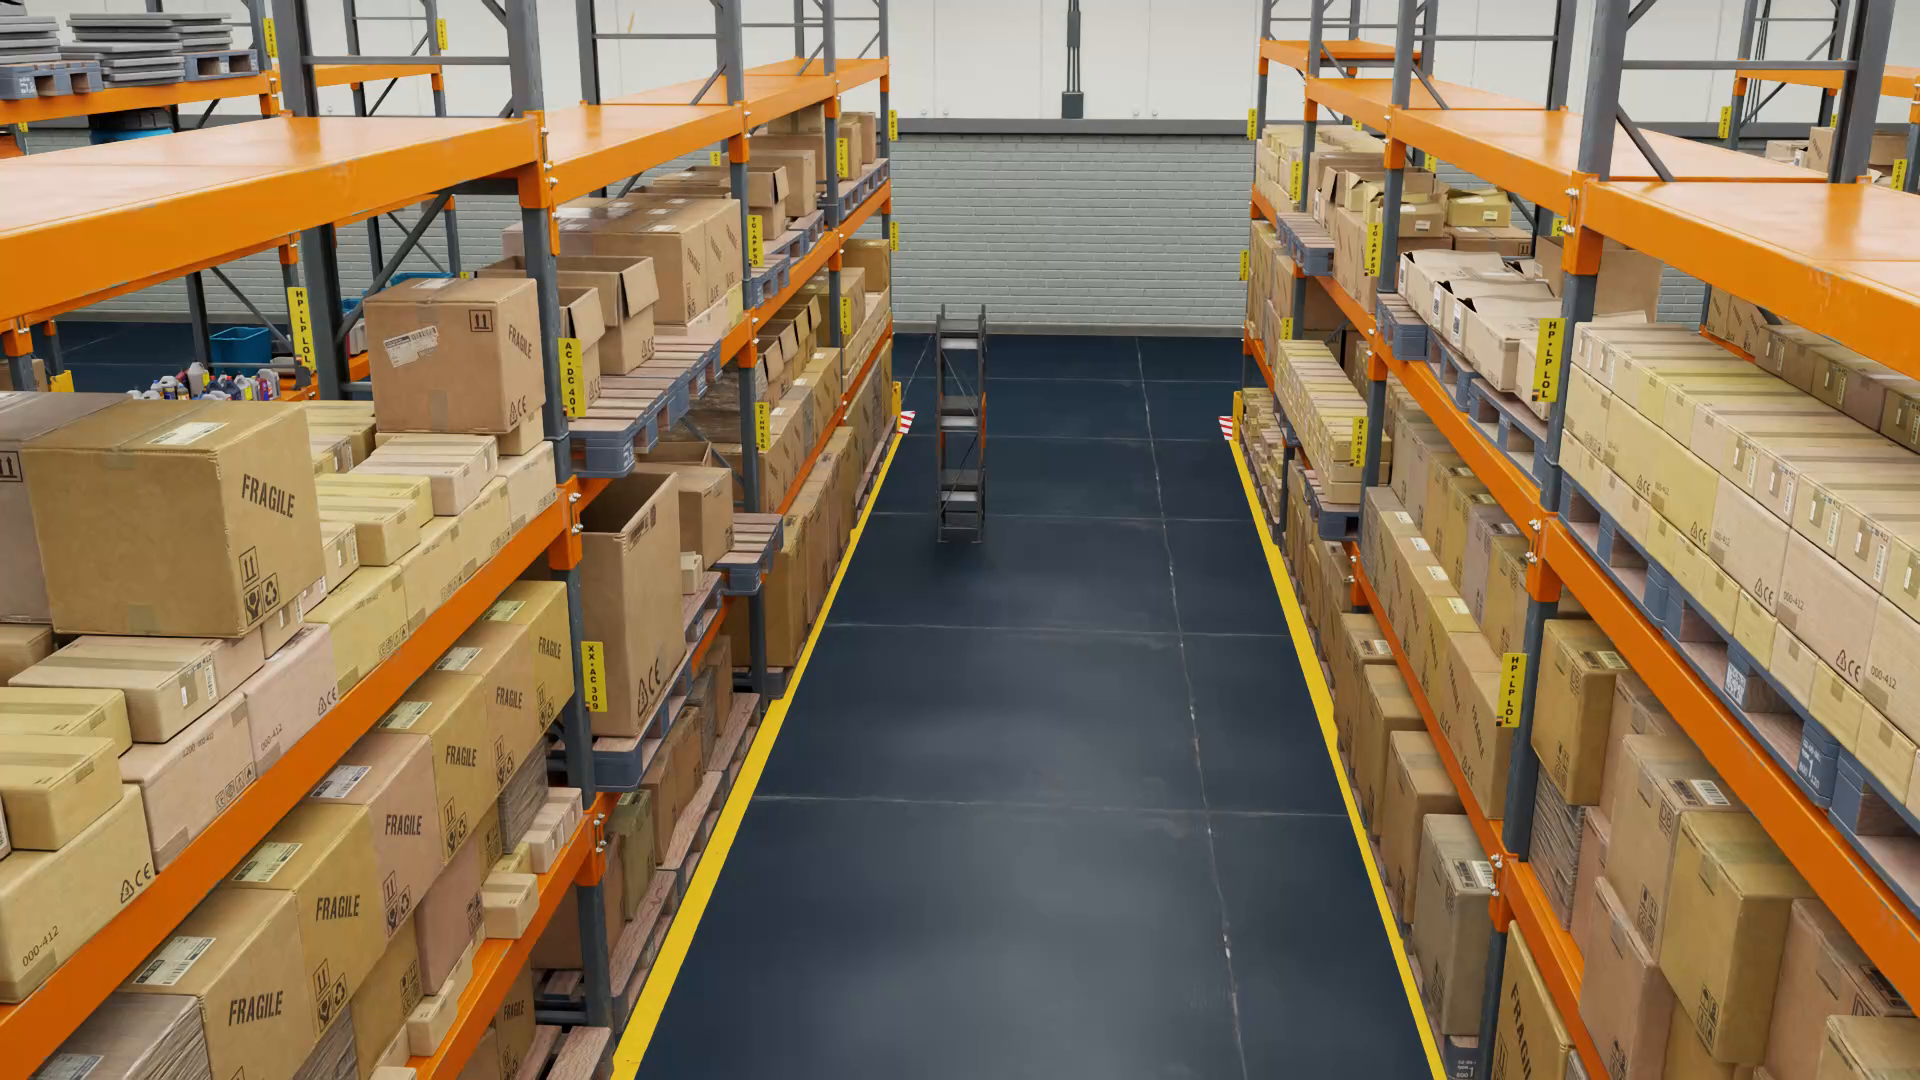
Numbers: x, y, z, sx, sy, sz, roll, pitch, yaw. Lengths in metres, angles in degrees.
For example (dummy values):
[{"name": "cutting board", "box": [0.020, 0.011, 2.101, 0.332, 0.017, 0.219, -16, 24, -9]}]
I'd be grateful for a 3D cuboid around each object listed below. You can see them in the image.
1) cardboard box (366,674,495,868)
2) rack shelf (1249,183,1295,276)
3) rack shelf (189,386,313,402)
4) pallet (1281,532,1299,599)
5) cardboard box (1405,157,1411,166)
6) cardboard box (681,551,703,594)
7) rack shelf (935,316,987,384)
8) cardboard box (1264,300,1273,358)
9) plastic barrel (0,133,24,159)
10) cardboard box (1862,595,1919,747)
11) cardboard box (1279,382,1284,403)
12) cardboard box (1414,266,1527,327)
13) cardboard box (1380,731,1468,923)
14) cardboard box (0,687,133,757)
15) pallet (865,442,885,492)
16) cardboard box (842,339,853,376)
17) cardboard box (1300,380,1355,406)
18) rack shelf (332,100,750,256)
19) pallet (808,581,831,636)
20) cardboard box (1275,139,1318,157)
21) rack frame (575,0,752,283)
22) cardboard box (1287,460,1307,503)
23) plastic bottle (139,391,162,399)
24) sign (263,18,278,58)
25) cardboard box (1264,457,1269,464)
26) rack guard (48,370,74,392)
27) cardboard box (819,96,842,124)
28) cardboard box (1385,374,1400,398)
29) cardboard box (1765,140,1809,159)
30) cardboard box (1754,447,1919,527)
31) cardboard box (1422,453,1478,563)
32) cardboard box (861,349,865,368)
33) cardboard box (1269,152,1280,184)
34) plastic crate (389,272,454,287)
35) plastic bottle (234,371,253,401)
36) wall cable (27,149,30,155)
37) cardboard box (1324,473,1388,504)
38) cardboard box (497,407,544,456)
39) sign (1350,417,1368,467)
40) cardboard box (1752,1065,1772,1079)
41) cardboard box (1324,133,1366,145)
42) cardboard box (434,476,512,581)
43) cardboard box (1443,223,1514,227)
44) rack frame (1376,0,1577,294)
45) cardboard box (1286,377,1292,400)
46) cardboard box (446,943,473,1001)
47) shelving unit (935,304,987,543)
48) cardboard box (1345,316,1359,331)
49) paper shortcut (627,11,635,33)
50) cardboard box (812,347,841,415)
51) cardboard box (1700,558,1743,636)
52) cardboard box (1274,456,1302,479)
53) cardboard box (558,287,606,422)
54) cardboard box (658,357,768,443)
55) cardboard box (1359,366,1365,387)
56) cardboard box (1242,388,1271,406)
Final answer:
[{"name": "cardboard box", "box": [-1.964, 0.789, 5.780, 0.500, 0.500, 0.500, 1, 18, 4]}, {"name": "rack shelf", "box": [3.522, -3.051, 16.081, 1.077, 0.370, 4.000, 1, 18, 4]}, {"name": "rack shelf", "box": [-6.645, -0.635, 13.527, 1.077, 0.370, 4.000, 1, 18, 4]}, {"name": "pallet", "box": [3.324, 0.221, 14.236, 1.003, 0.211, 1.213, 1, 18, 4]}, {"name": "cardboard box", "box": [3.641, -3.212, 14.216, 0.380, 0.149, 0.250, 1, 18, 3]}, {"name": "cardboard box", "box": [-1.698, 0.143, 9.539, 0.396, 0.266, 0.258, 1, 18, 2]}, {"name": "rack shelf", "box": [0.012, -1.701, 14.866, 0.431, 0.518, 0.480, 1, 18, 4]}, {"name": "cardboard box", "box": [3.207, -2.007, 15.919, 0.500, 0.500, 0.500, 1, 18, 4]}, {"name": "plastic barrel", "box": [-6.745, -2.361, 11.458, 0.600, 0.830, 0.708, 1, 18, 4]}, {"name": "cardboard box", "box": [2.311, 0.325, 3.552, 0.500, 0.250, 0.500, 1, 18, 4]}, {"name": "cardboard box", "box": [2.877, -1.228, 13.908, 0.380, 0.149, 0.250, 2, 18, 5]}, {"name": "cardboard box", "box": [2.785, -1.329, 9.078, 0.500, 0.250, 0.500, 2, 18, 5]}, {"name": "cardboard box", "box": [2.833, 1.514, 8.751, 1.050, 0.750, 0.750, 1, 18, 4]}, {"name": "cardboard box", "box": [-2.161, 0.456, 3.826, 0.380, 0.149, 0.250, 1, 18, 3]}, {"name": "pallet", "box": [-1.344, -0.777, 17.283, 1.003, 0.211, 1.213, 1, 18, 4]}, {"name": "cardboard box", "box": [-1.267, -1.698, 15.378, 0.500, 0.250, 0.500, 1, 18, 3]}, {"name": "cardboard box", "box": [2.784, -1.111, 12.598, 0.380, 0.149, 0.250, 2, 18, 6]}, {"name": "rack shelf", "box": [-1.992, -1.943, 8.527, 1.077, 0.370, 4.000, 1, 18, 4]}, {"name": "pallet", "box": [-1.626, 0.458, 13.512, 1.003, 0.211, 1.213, 1, 18, 4]}, {"name": "cardboard box", "box": [3.193, -3.712, 15.741, 0.380, 0.149, 0.250, 1, 18, 3]}, {"name": "rack frame", "box": [-1.848, -3.096, 10.248, 1.000, 3.000, 0.127, 1, 18, 4]}, {"name": "cardboard box", "box": [3.062, -0.490, 14.065, 0.500, 0.250, 0.500, 0, 18, 1]}, {"name": "plastic bottle", "box": [-6.830, -1.113, 14.030, 0.152, 0.276, 0.135, 1, 18, 4]}, {"name": "sign", "box": [-5.953, -4.337, 14.370, 0.100, 0.325, 0.005, 1, 18, 4]}, {"name": "cardboard box", "box": [3.227, -0.721, 16.537, 0.380, 0.149, 0.250, 2, 18, 5]}, {"name": "rack guard", "box": [-11.161, -1.741, 19.761, 1.175, 0.500, 0.348, 1, 18, 4]}, {"name": "cardboard box", "box": [-1.430, -4.179, 16.171, 0.500, 0.250, 0.500, 1, 18, 2]}, {"name": "cardboard box", "box": [3.450, -1.175, 12.792, 0.380, 0.149, 0.250, 0, 18, 1]}, {"name": "cardboard box", "box": [8.667, -3.968, 17.133, 0.500, 0.250, 0.500, 0, 18, -1]}, {"name": "cardboard box", "box": [2.313, -0.137, 4.321, 0.380, 0.149, 0.250, 1, 18, 4]}, {"name": "cardboard box", "box": [2.980, -0.170, 9.187, 0.700, 0.500, 0.500, 1, 18, 3]}, {"name": "cardboard box", "box": [-1.136, -1.778, 16.261, 0.380, 0.149, 0.250, 1, 18, 3]}, {"name": "cardboard box", "box": [3.255, -3.573, 15.959, 0.500, 0.250, 0.500, 1, 18, 2]}, {"name": "plastic crate", "box": [-6.053, -2.778, 18.757, 0.616, 0.435, 0.499, 1, 18, 4]}, {"name": "plastic bottle", "box": [-6.241, -1.282, 14.425, 0.144, 0.351, 0.185, 1, 18, 4]}, {"name": "wall cable", "box": [-15.335, -6.186, 24.663, 3.097, 2.526, 0.112, 1, 18, 4]}, {"name": "cardboard box", "box": [2.669, -0.347, 11.221, 0.380, 0.149, 0.250, 2, 18, 5]}, {"name": "cardboard box", "box": [-1.870, -0.440, 6.557, 0.380, 0.149, 0.250, 2, 18, 6]}, {"name": "sign", "box": [2.550, -0.625, 10.609, 0.100, 0.325, 0.005, 1, 18, 4]}, {"name": "cardboard box", "box": [2.683, 1.851, 4.542, 0.875, 0.550, 0.550, 1, 18, 4]}, {"name": "cardboard box", "box": [3.812, -3.944, 16.448, 0.380, 0.149, 0.250, 1, 18, 3]}, {"name": "cardboard box", "box": [-1.955, -0.048, 6.003, 0.500, 0.250, 0.500, 2, 18, 5]}, {"name": "cardboard box", "box": [3.427, -1.903, 11.263, 0.500, 0.500, 0.500, 1, 18, 4]}, {"name": "rack frame", "box": [3.092, -2.954, 9.814, 1.000, 3.000, 0.127, 1, 18, 4]}, {"name": "cardboard box", "box": [2.839, -1.214, 13.388, 0.380, 0.149, 0.250, 1, 18, 2]}, {"name": "cardboard box", "box": [-1.996, 1.577, 6.025, 0.380, 0.149, 0.250, 1, 18, 4]}, {"name": "shelving unit", "box": [0.012, -1.049, 15.080, 0.431, 2.100, 0.503, 1, 18, 4]}, {"name": "cardboard box", "box": [3.654, -2.145, 14.733, 0.500, 0.500, 0.500, 2, 18, 5]}, {"name": "paper shortcut", "box": [-2.277, -3.585, 11.514, 0.009, 0.170, 0.078, 11, -13, 1]}, {"name": "cardboard box", "box": [-1.323, -1.384, 14.496, 0.500, 0.500, 0.500, 1, 18, 4]}, {"name": "cardboard box", "box": [2.331, 0.164, 4.685, 0.380, 0.149, 0.250, 2, 18, 5]}, {"name": "cardboard box", "box": [3.123, -0.670, 15.426, 0.380, 0.149, 0.250, 2, 18, 5]}, {"name": "cardboard box", "box": [-2.003, -0.821, 7.281, 0.797, 0.503, 0.637, 0, 18, 1]}, {"name": "cardboard box", "box": [-1.780, -0.997, 11.702, 0.797, 0.503, 0.637, 2, 18, 6]}, {"name": "cardboard box", "box": [3.529, -1.357, 13.827, 0.380, 0.149, 0.250, 1, 18, 4]}, {"name": "cardboard box", "box": [3.289, -1.560, 18.144, 0.380, 0.149, 0.250, 0, 18, 1]}]
